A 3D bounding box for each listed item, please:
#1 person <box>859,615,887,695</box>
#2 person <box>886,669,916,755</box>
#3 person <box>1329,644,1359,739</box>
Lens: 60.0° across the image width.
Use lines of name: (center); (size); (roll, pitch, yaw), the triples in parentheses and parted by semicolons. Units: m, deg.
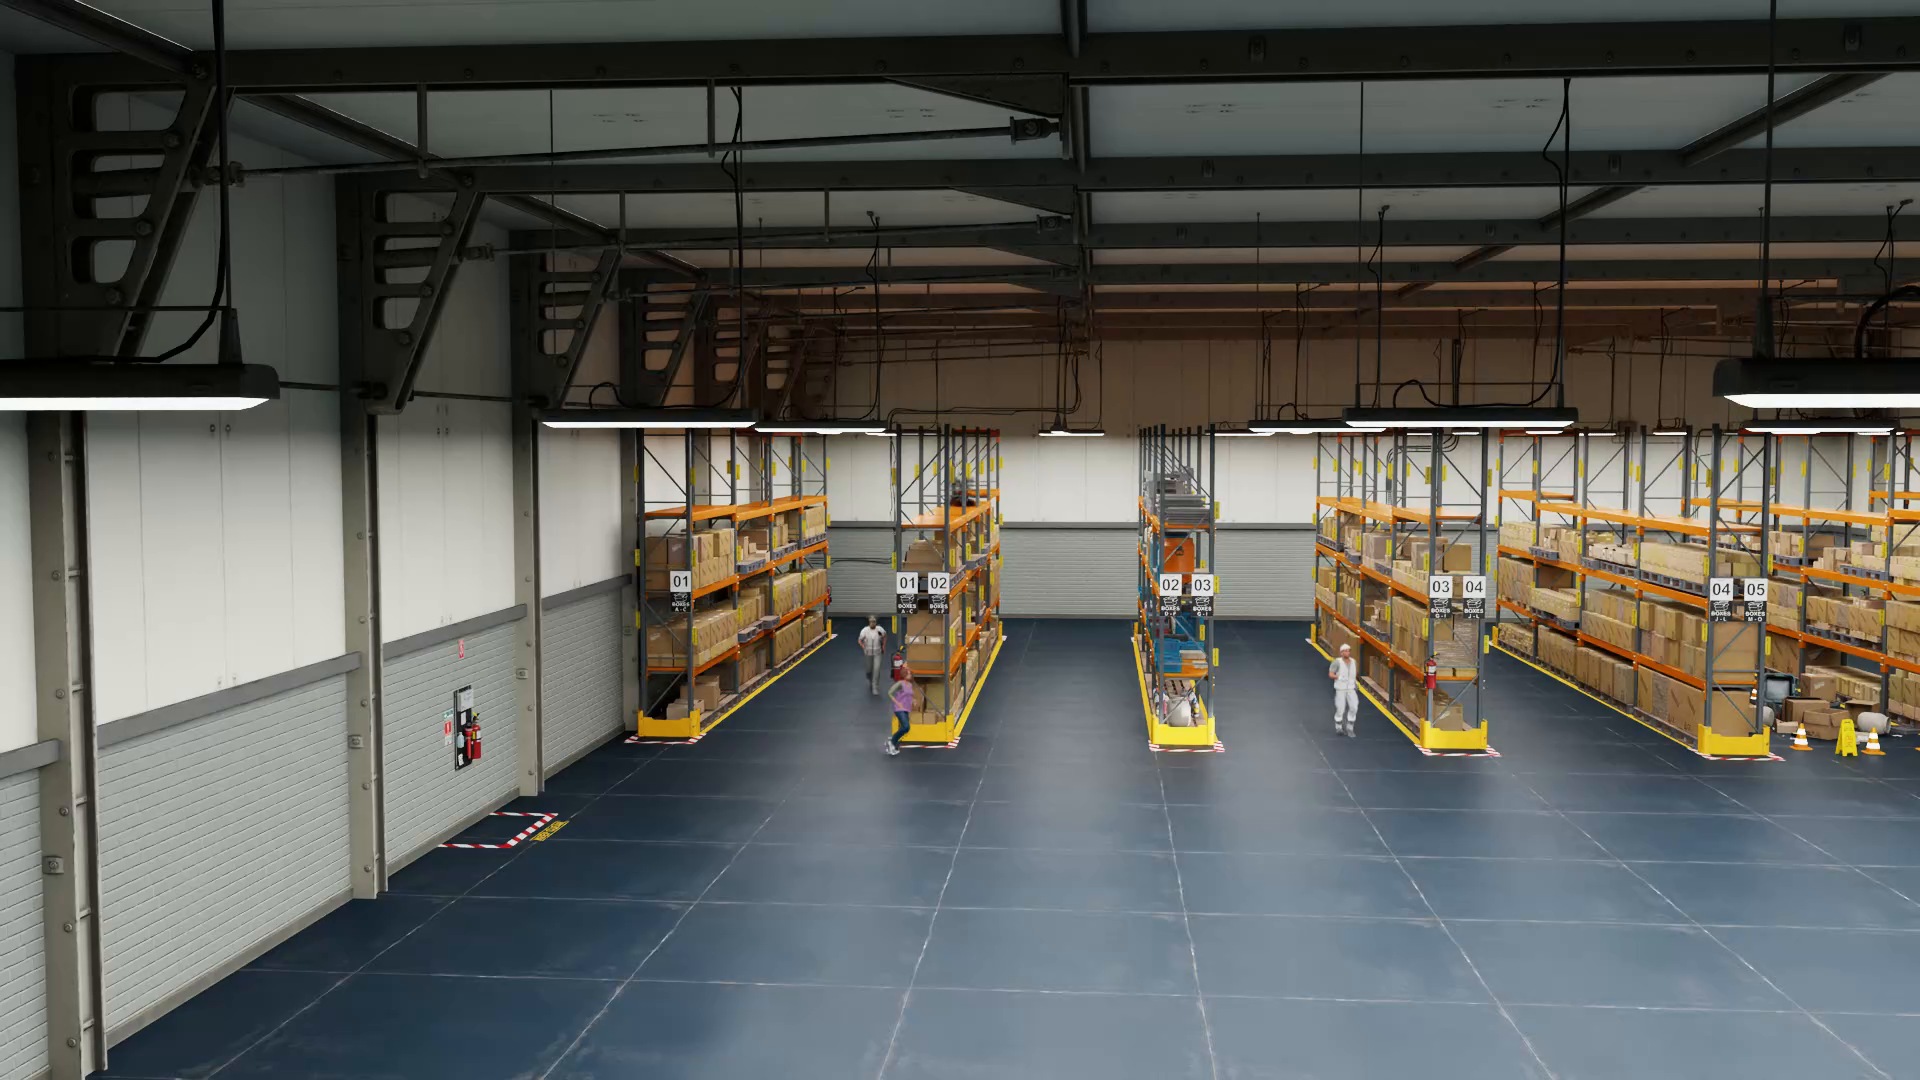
person: (-1.964, 2.558, 37.549); (0.647, 1.763, 0.950); (0, 3, -2)
person: (-1.027, 3.111, 30.196); (0.559, 1.538, 0.518); (2, 4, 32)
person: (7.376, 2.901, 31.890); (0.635, 1.825, 0.749); (0, 3, -6)
